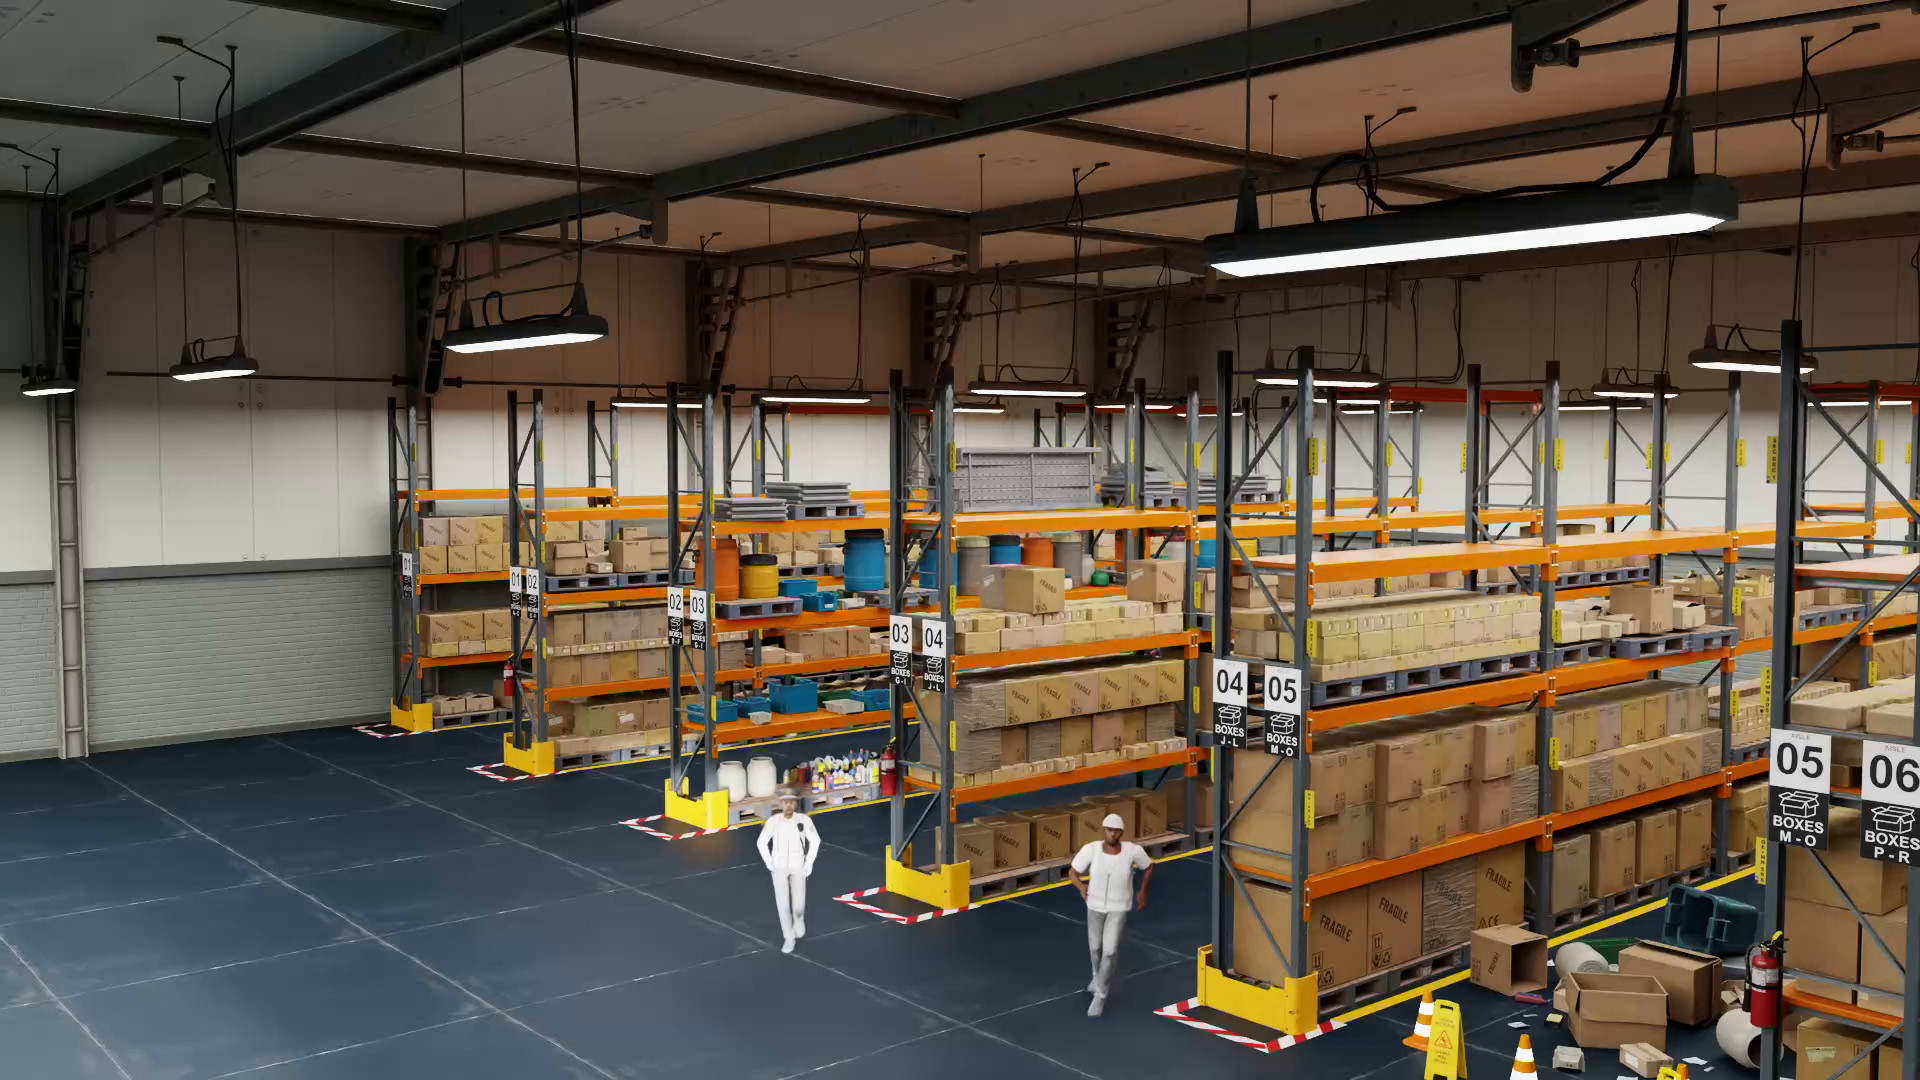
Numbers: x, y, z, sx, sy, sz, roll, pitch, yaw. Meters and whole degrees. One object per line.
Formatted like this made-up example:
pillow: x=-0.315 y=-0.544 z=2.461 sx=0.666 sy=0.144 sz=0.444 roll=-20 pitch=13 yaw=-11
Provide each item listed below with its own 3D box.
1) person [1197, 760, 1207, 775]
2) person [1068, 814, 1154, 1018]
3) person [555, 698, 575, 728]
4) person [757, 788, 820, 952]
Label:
person: x=3.489 y=2.919 z=24.722 sx=0.559 sy=1.606 sz=0.586 roll=3 pitch=5 yaw=43
person: x=1.359 y=3.395 z=15.256 sx=0.743 sy=1.802 sz=0.791 roll=1 pitch=4 yaw=19
person: x=-6.822 y=2.690 z=28.256 sx=0.531 sy=1.607 sz=0.833 roll=3 pitch=4 yaw=38
person: x=-1.754 y=3.349 z=16.991 sx=0.644 sy=1.671 sz=0.549 roll=0 pitch=3 yaw=-3
